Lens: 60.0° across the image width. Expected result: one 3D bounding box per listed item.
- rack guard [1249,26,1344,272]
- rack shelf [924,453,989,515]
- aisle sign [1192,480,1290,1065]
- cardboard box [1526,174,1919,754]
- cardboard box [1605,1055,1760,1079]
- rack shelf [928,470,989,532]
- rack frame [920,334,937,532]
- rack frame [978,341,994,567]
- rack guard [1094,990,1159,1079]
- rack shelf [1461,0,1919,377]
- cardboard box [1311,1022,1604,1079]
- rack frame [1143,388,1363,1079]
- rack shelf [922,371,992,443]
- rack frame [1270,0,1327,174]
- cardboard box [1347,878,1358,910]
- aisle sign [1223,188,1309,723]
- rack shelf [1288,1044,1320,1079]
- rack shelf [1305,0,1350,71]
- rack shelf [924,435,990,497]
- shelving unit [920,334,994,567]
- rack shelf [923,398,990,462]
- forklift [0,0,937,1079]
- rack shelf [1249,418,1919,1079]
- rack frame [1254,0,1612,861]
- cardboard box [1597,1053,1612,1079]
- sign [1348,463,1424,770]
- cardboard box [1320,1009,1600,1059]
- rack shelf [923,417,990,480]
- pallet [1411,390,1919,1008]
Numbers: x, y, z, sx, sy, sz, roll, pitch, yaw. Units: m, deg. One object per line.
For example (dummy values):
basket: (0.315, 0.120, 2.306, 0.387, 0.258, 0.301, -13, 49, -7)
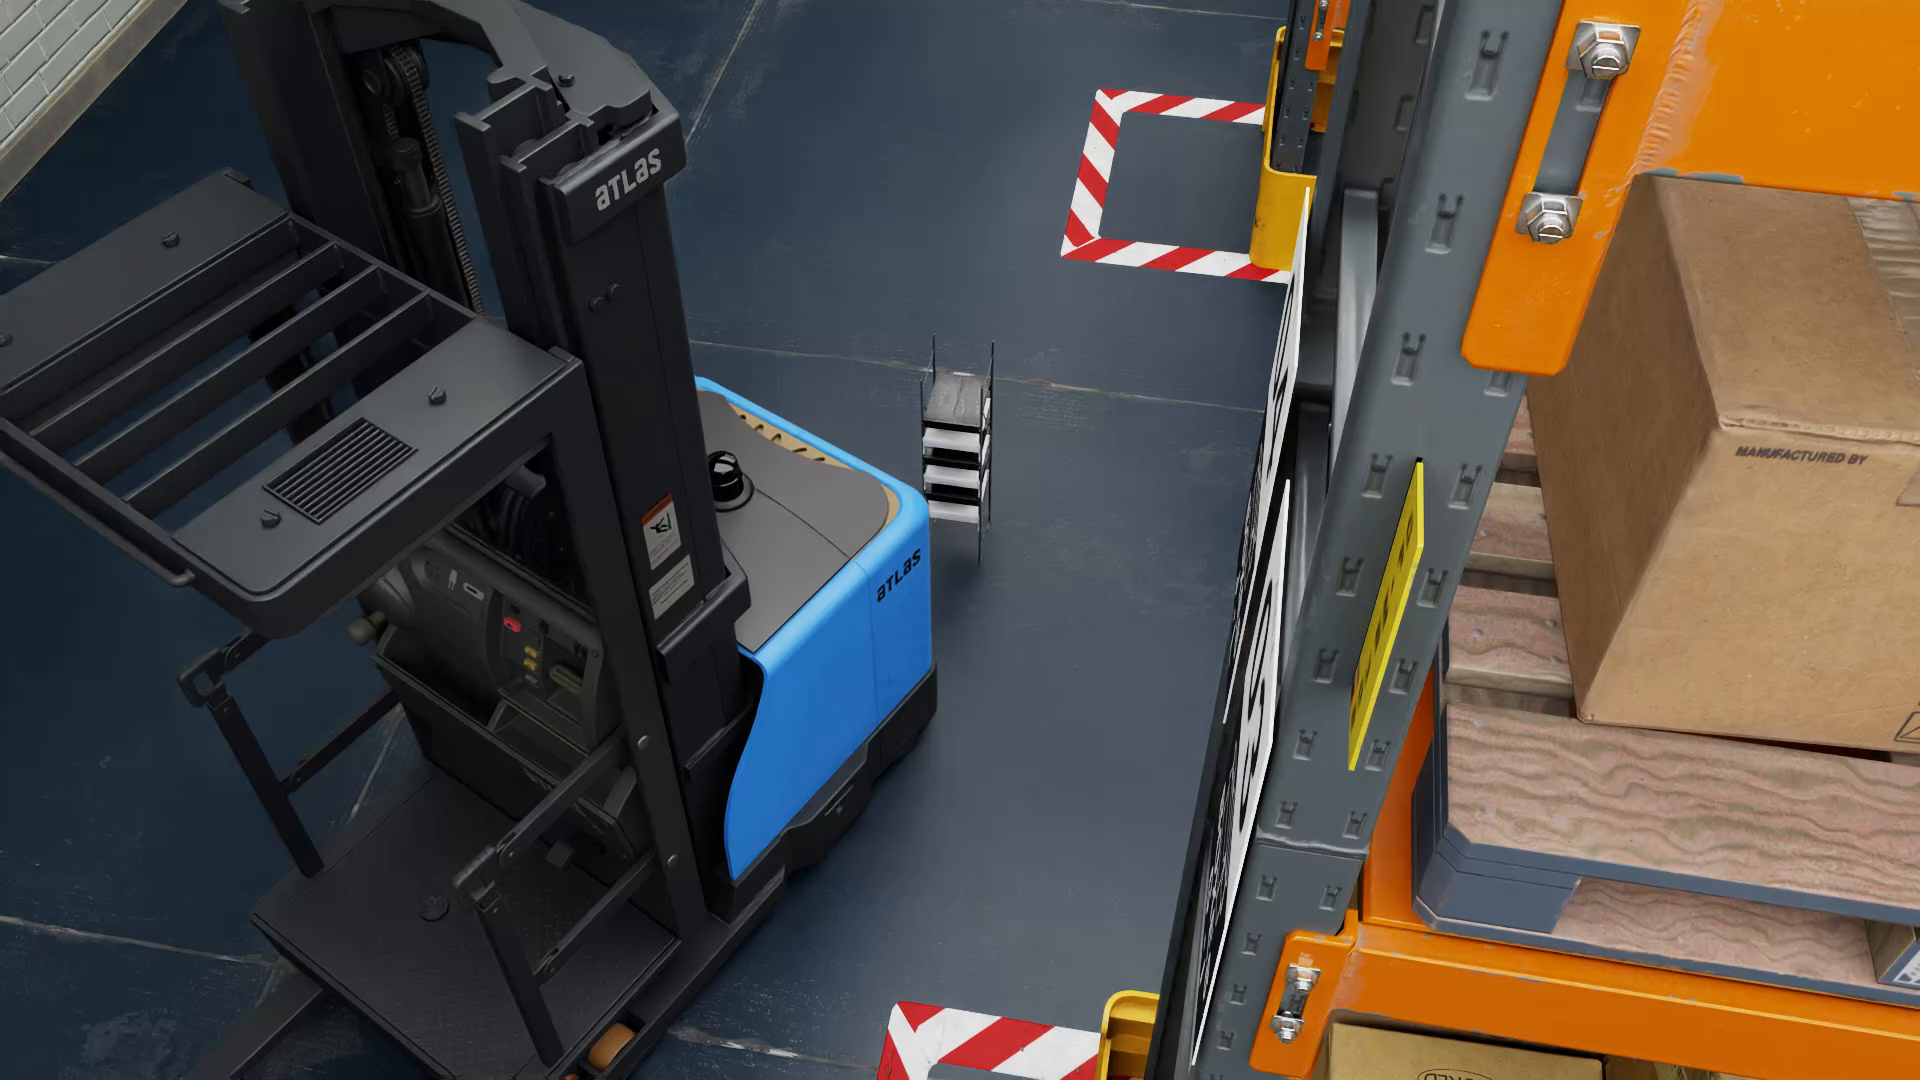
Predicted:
rack guard: (1.545, -1.779, 7.512, 0.348, 0.500, 1.175, 8, 49, 7)
rack shelf: (-0.008, -0.219, 6.008, 0.200, 0.077, 0.258, 8, 49, 7)
aisle sign: (0.364, 0.334, 2.185, 0.004, 0.787, 0.394, 8, 49, 7)
cardboard box: (1.009, -0.187, 1.968, 0.500, 0.500, 0.700, 5, 48, 5)
cardboard box: (1.405, 1.020, 2.713, 0.500, 0.500, 0.500, 7, 48, 6)
rack shelf: (-0.008, -0.159, 6.075, 0.200, 0.077, 0.258, 8, 49, 7)
rack frame: (-0.108, -0.315, 5.928, 0.006, 0.900, 0.240, 8, 49, 7)
rack frame: (0.092, -0.288, 5.904, 0.006, 0.900, 0.240, 8, 49, 7)
rack guard: (0.465, 1.825, 4.274, 0.348, 0.500, 1.175, 8, 49, 7)
rack shelf: (2.456, -0.373, 1.288, 4.000, 0.370, 1.077, 8, 49, 7)
cardboard box: (0.913, 1.205, 3.052, 0.500, 0.250, 0.500, 7, 48, 6)
rack frame: (0.488, 0.993, 3.341, 0.127, 3.000, 1.000, 8, 49, 7)
rack shelf: (-0.008, -0.460, 5.740, 0.200, 0.077, 0.258, 8, 49, 7)
rack frame: (1.470, -2.624, 6.591, 0.127, 3.000, 1.000, 8, 49, 7)
cardboard box: (1.014, 0.565, 3.122, 0.500, 0.500, 0.500, 8, 49, 7)
aisle sign: (0.471, -0.105, 2.580, 0.004, 0.787, 0.394, 8, 49, 7)
rack shelf: (2.456, 1.498, 3.371, 4.000, 0.370, 1.077, 8, 49, 7)
rack shelf: (3.438, -2.119, 6.621, 4.000, 0.370, 1.077, 8, 49, 7)
rack shelf: (-0.008, -0.280, 5.941, 0.200, 0.077, 0.258, 8, 49, 7)
shelving unit: (-0.008, -0.302, 5.916, 0.210, 0.900, 0.258, 8, 49, 7)
rack shelf: (-0.008, -0.400, 5.807, 0.200, 0.077, 0.258, 8, 49, 7)
forklift: (-1.348, 0.288, 4.021, 1.130, 2.935, 3.031, 28, 54, 23)
rack shelf: (2.456, 0.495, 2.255, 4.000, 0.370, 1.077, 8, 49, 7)
rack frame: (0.488, -1.012, 1.110, 0.127, 3.000, 1.000, 8, 49, 7)
cardboard box: (1.511, 0.881, 3.343, 0.500, 0.250, 0.500, 7, 48, 6)
sign: (0.384, 0.077, 1.507, 0.005, 0.325, 0.100, 8, 49, 7)
cardboard box: (1.012, 0.814, 3.403, 0.500, 0.250, 0.500, 7, 48, 6)
rack shelf: (-0.008, -0.340, 5.874, 0.200, 0.077, 0.258, 8, 49, 7)
pallet: (1.220, 0.111, 2.177, 1.213, 0.211, 1.003, 8, 49, 7)
